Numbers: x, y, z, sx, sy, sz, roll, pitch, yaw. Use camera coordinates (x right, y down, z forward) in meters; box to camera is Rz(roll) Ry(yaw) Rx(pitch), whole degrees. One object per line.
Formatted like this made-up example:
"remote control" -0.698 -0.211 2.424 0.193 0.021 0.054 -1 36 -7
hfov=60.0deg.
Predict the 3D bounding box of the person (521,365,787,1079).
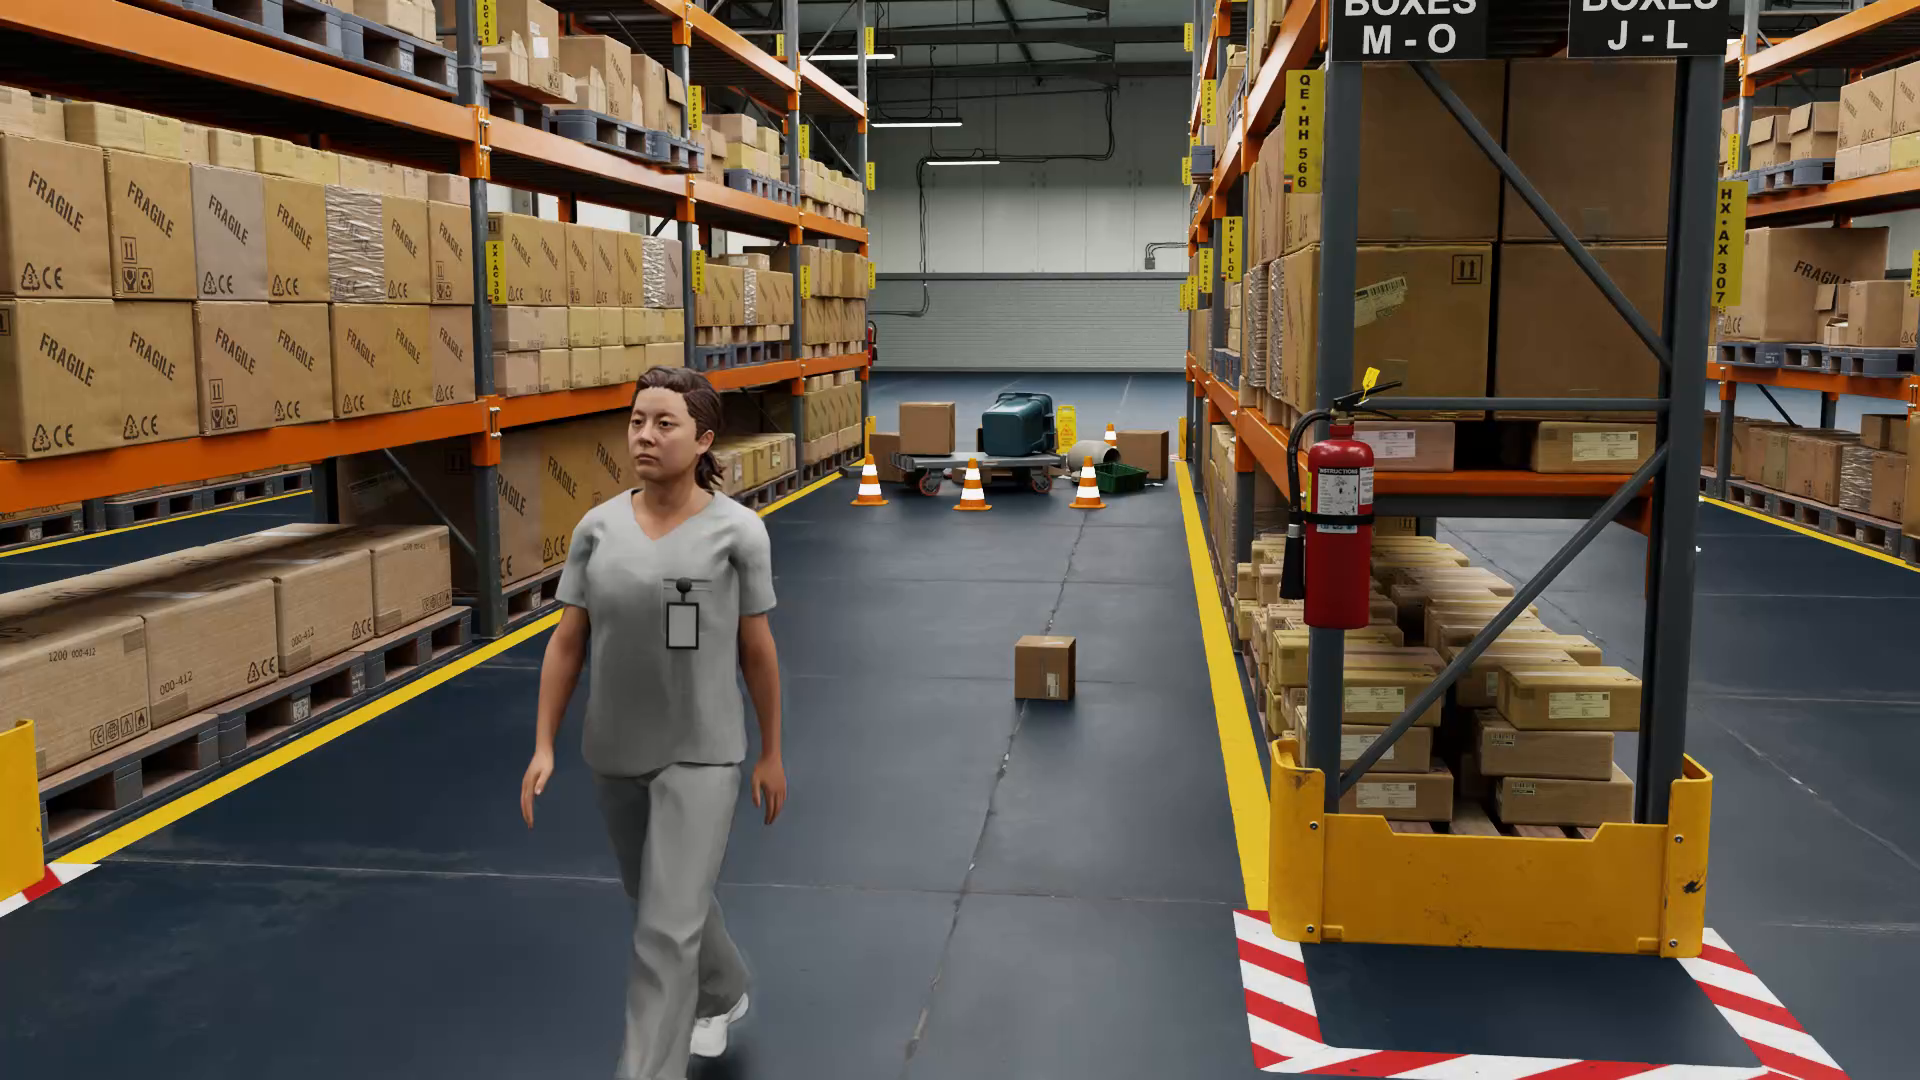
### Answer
"person" -0.634 0.453 3.448 0.462 1.621 1.022 2 8 13
